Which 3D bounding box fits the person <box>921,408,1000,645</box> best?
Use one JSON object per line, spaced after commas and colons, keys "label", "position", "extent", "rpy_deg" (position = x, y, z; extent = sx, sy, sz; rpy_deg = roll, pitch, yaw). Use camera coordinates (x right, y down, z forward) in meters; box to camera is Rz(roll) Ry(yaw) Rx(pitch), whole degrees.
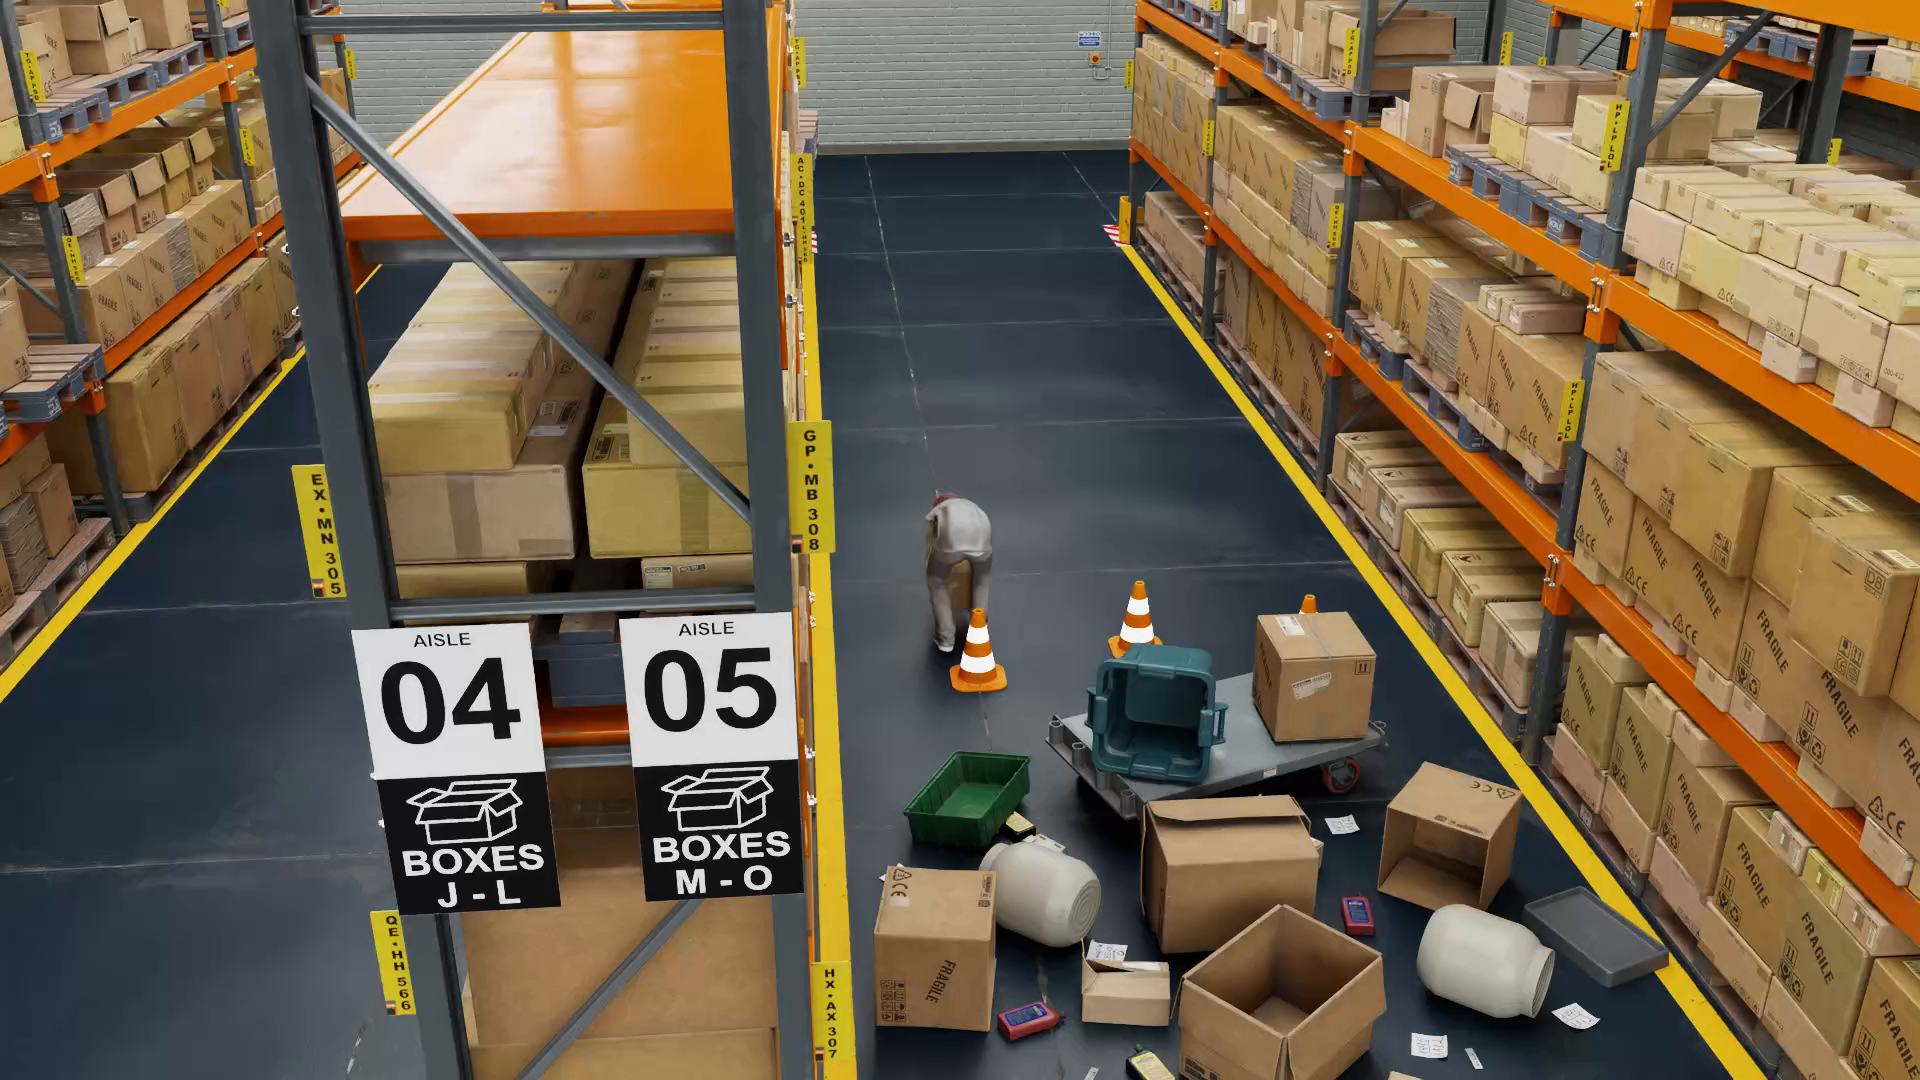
{"label": "person", "position": [0.008, -0.100, 10.317], "extent": [0.518, 1.597, 0.474], "rpy_deg": [-3, 24, -6]}
